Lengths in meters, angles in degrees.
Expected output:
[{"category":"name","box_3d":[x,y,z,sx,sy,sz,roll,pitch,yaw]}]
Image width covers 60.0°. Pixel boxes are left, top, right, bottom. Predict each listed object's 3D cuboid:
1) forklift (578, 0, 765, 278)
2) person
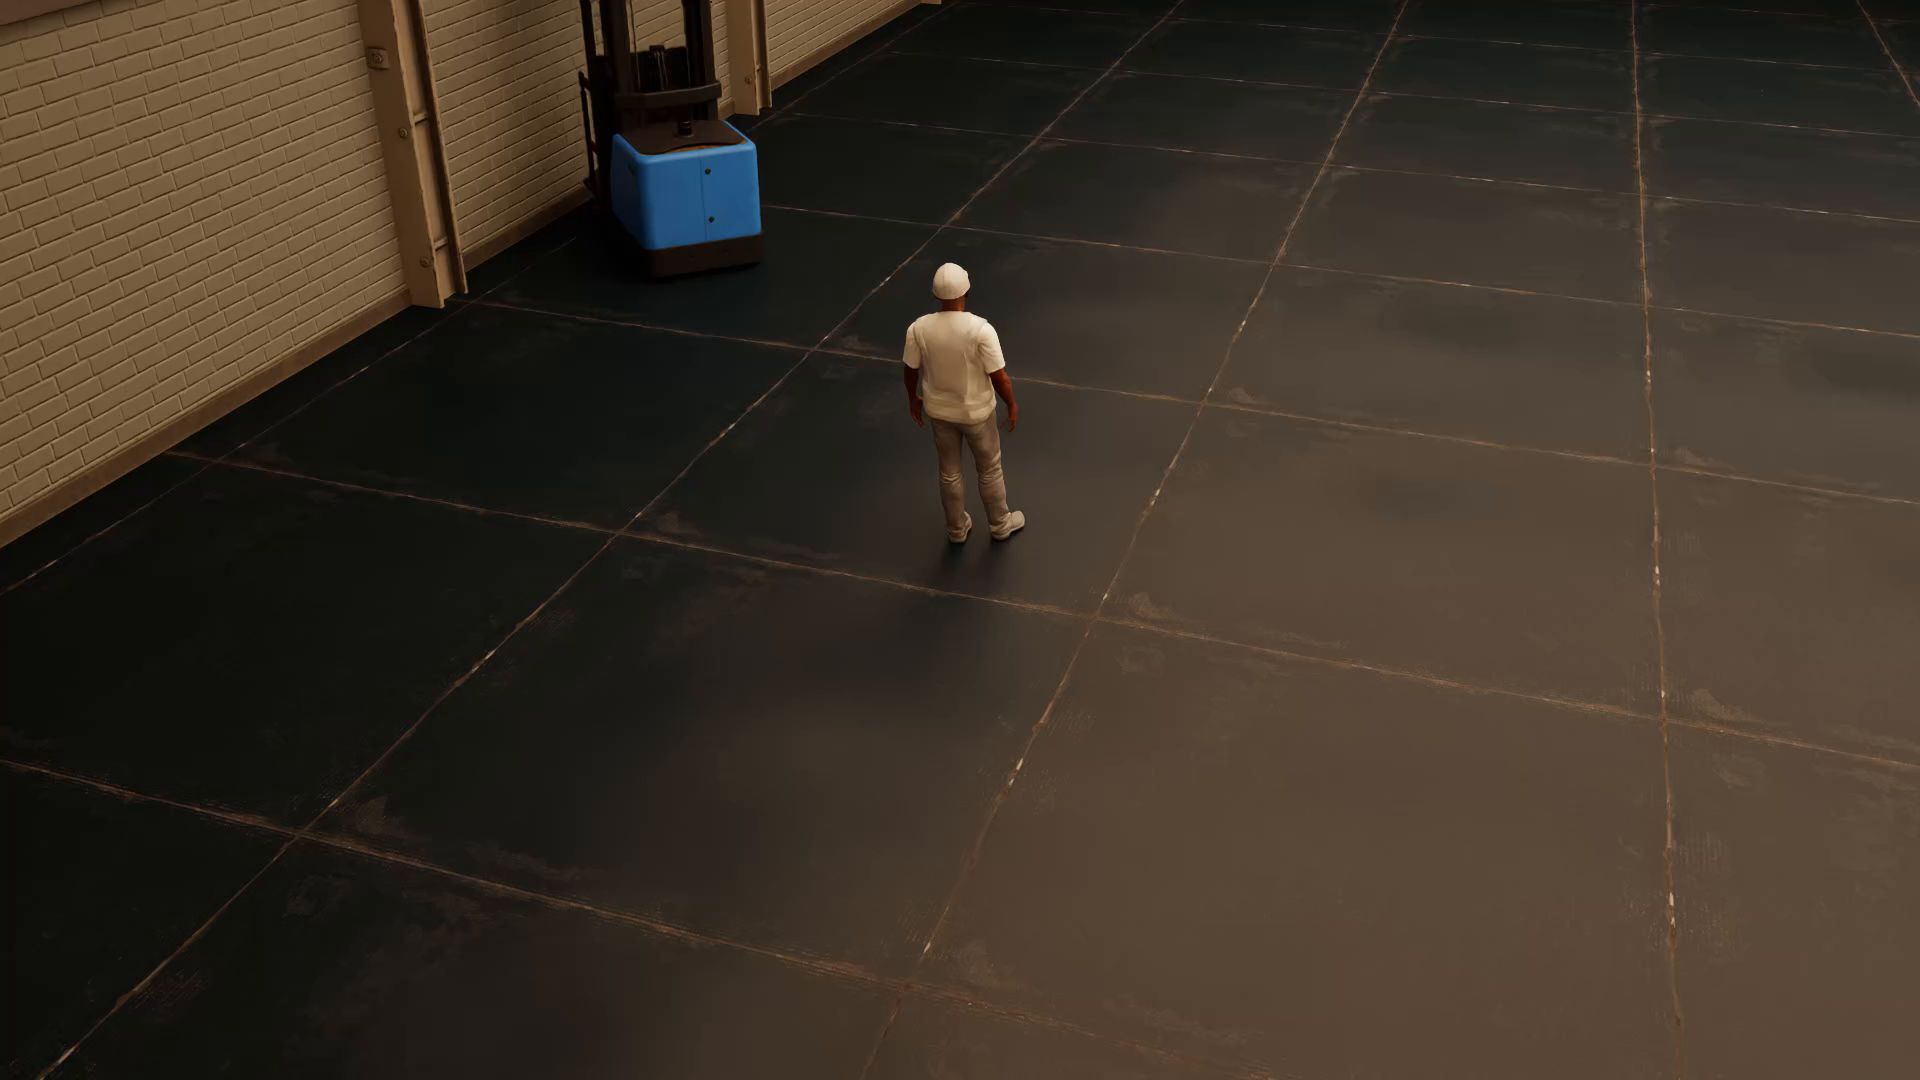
[{"category":"forklift","box_3d":[-2.744,-4.153,14.422,1.130,2.935,3.031,-13,32,-22]},{"category":"person","box_3d":[0.028,-0.806,9.711,0.665,1.768,0.575,10,31,16]}]
